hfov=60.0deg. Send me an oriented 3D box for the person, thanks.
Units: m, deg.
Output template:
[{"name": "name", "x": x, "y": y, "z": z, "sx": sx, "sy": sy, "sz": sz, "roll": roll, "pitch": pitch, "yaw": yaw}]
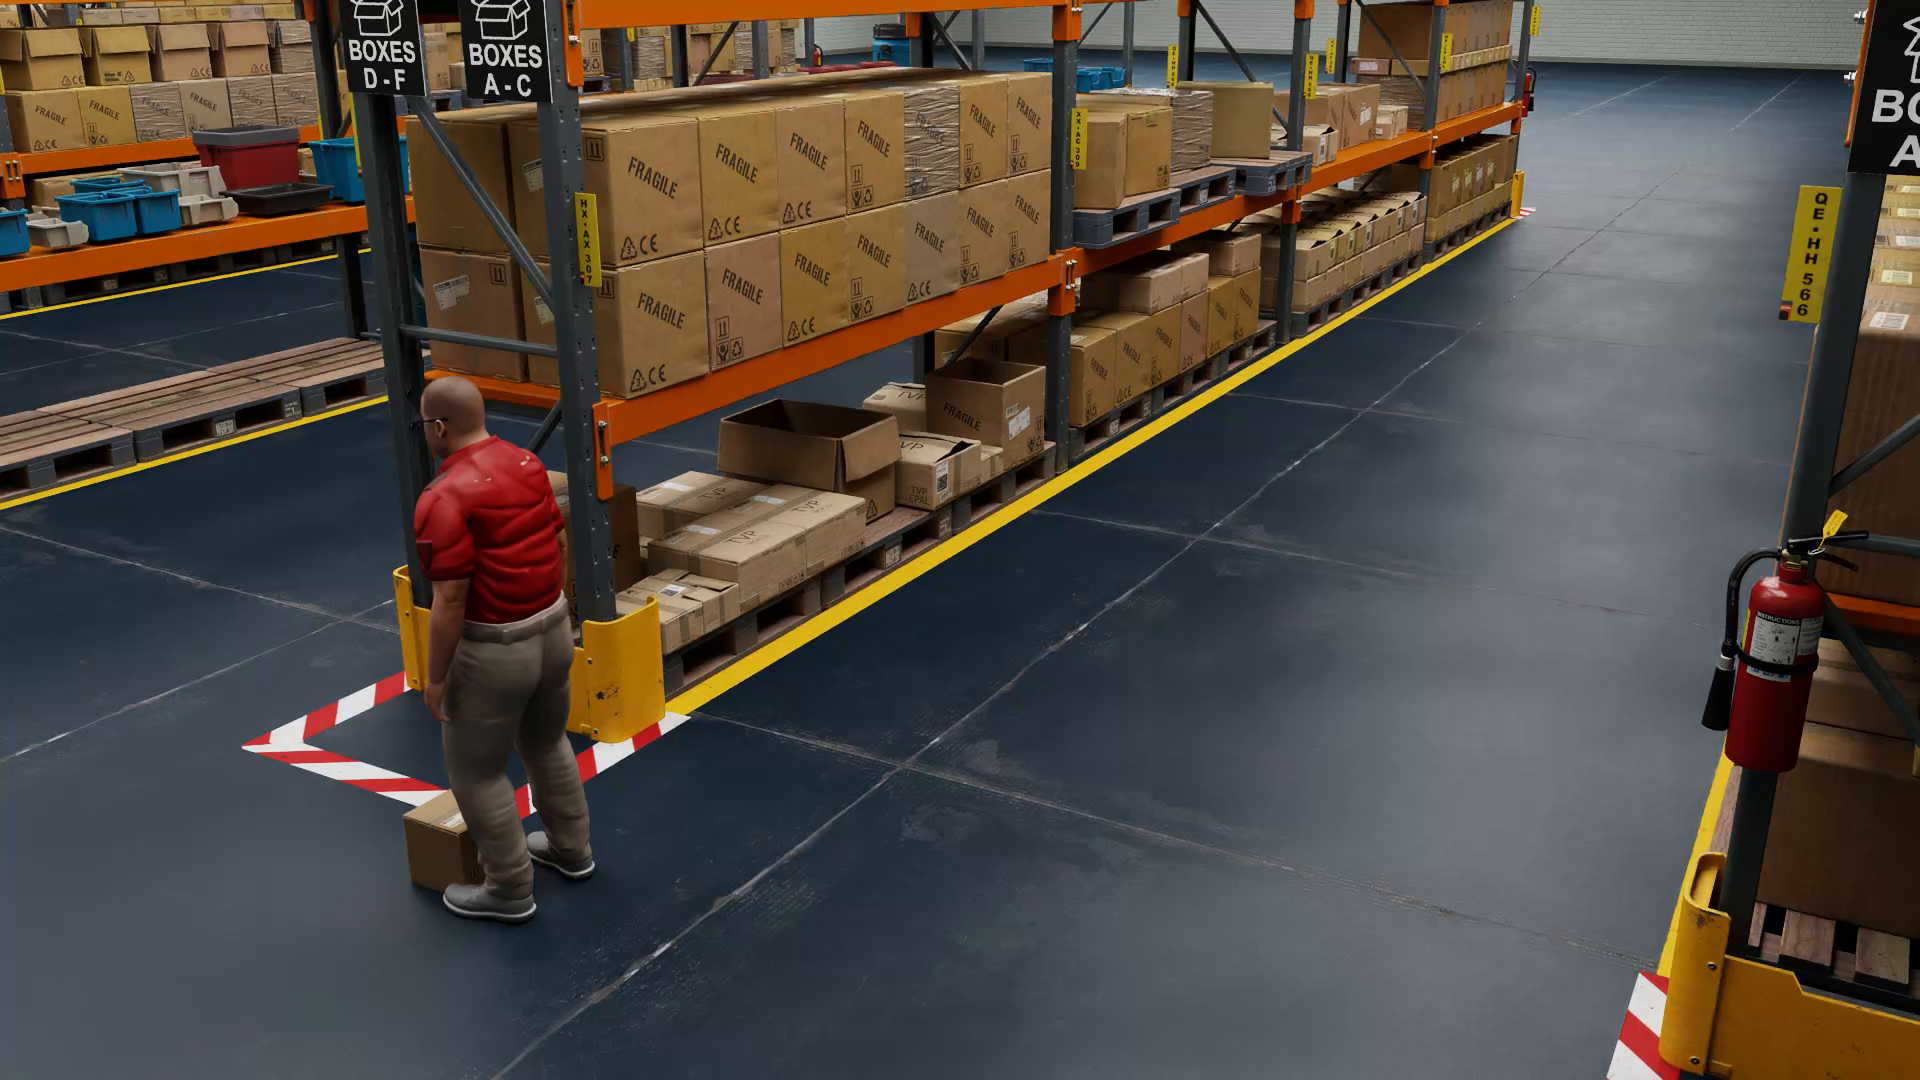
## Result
[{"name": "person", "x": -1.421, "y": 0.337, "z": 5.124, "sx": 0.396, "sy": 1.727, "sz": 0.606, "roll": 9, "pitch": 21, "yaw": 24}]
